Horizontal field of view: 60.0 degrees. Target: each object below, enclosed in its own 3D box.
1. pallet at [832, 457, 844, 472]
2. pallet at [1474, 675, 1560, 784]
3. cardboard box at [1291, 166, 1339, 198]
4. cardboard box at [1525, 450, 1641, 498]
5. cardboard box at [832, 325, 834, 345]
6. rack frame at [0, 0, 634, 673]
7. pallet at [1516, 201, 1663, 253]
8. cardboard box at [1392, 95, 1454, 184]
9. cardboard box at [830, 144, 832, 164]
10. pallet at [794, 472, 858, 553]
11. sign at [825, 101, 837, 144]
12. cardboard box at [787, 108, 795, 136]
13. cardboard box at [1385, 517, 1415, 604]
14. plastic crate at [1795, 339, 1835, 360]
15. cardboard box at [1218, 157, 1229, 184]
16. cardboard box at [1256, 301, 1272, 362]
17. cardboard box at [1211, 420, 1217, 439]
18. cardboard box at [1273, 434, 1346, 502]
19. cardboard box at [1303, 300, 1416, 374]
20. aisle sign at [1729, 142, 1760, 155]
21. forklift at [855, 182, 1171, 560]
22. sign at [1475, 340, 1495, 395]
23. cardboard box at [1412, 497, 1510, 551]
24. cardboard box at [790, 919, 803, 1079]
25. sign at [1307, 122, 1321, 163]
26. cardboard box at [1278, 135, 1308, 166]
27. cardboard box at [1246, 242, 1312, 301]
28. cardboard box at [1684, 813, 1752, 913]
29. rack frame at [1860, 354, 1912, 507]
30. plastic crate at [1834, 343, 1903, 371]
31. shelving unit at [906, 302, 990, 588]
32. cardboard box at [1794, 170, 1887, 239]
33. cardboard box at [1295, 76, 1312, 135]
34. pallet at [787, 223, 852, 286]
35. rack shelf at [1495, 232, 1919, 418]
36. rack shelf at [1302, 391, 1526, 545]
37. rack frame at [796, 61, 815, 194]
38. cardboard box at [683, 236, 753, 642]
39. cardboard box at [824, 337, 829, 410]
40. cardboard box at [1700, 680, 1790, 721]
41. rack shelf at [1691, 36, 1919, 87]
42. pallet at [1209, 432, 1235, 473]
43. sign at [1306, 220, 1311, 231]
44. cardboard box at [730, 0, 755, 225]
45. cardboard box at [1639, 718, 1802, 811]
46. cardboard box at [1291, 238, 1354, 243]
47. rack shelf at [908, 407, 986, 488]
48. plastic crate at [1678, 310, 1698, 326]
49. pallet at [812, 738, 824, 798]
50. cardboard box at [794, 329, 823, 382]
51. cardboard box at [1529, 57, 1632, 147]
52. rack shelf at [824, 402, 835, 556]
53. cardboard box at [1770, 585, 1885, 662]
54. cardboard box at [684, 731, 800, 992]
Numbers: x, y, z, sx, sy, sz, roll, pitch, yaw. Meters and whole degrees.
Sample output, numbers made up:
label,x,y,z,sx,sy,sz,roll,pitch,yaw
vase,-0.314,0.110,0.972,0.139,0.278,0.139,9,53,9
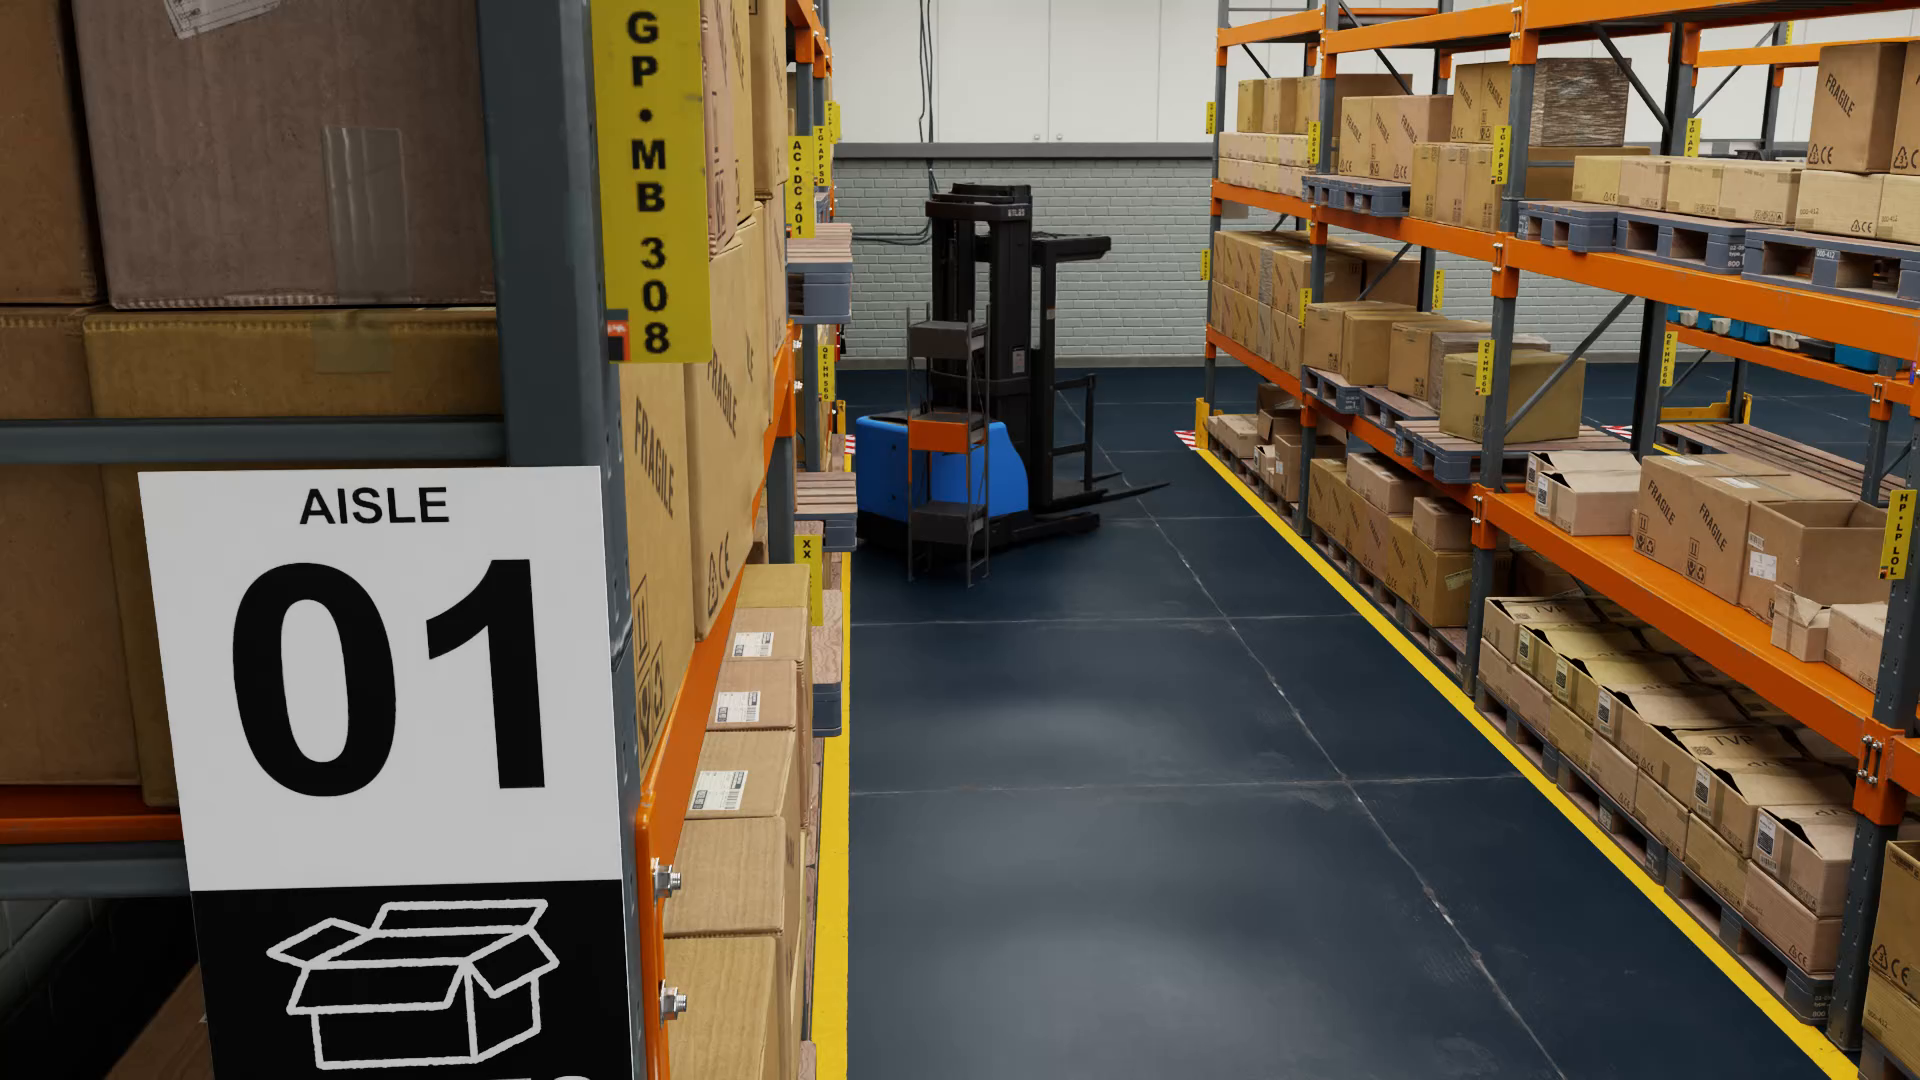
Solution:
label,x,y,z,sx,sy,sz,roll,pitch,yaw
pallet,-1.608,-0.563,15.790,1.003,0.211,1.213,-1,14,-3
pallet,3.643,1.054,9.505,1.003,0.211,1.213,-1,14,-3
cardboard box,3.088,-2.993,13.921,0.500,0.250,0.500,-1,14,-3
cardboard box,3.610,-0.367,9.613,0.500,0.311,0.500,0,14,0
cardboard box,-1.618,-1.881,14.715,0.980,0.700,0.700,-1,14,-5
rack frame,-0.817,-1.340,1.174,1.000,3.000,0.127,-1,14,-3
pallet,3.763,-1.695,8.955,1.213,0.211,1.003,0,14,-1
cardboard box,3.427,-2.791,11.591,0.600,0.600,0.600,-1,15,-6
cardboard box,-1.357,-3.354,14.278,0.500,0.250,0.500,-1,14,-5
pallet,-1.162,-0.156,8.996,1.213,0.211,1.003,-1,14,-3
sign,-1.019,-3.285,13.086,0.100,0.325,0.005,-1,14,-3
cardboard box,-1.516,-2.775,11.689,0.700,0.500,0.500,-1,14,-4
cardboard box,3.307,0.138,11.602,0.500,0.500,0.500,-1,14,-5
plastic crate,7.990,-1.742,15.208,0.437,0.125,0.590,-1,14,-3
cardboard box,2.914,-3.739,16.822,0.500,0.250,0.500,-1,14,-3
cardboard box,3.029,-1.921,15.272,0.500,0.500,0.500,-1,14,-2
cardboard box,2.834,-1.160,17.320,0.380,0.166,0.250,-1,14,-3
cardboard box,3.065,-0.636,14.612,0.500,0.500,0.500,-1,14,-3
cardboard box,3.190,-1.627,13.286,0.700,0.500,0.500,-6,16,-22
aisle sign,8.368,-3.848,17.745,0.394,0.787,0.004,-1,14,-3
forklift,0.570,-1.541,14.134,3.031,2.935,1.130,-12,19,-40
sign,3.090,-1.013,9.780,0.100,0.325,0.005,-1,14,-3
cardboard box,3.331,-0.110,11.063,0.500,0.250,0.500,0,14,-1
cardboard box,-0.631,1.121,3.912,0.500,0.250,0.500,-1,14,-3
sign,2.842,-3.189,13.344,0.100,0.325,0.005,-1,14,-3
cardboard box,3.055,-3.360,14.342,0.500,0.250,0.500,-1,14,-3
cardboard box,2.998,-2.529,15.627,0.500,0.500,0.500,-1,14,-4
cardboard box,3.535,1.397,7.252,0.500,0.250,0.500,-1,14,-4
rack frame,8.328,-1.572,14.116,1.000,3.000,0.127,-1,14,-3
plastic crate,7.958,-1.704,14.541,0.392,0.384,0.575,-1,14,-3
shelving unit,-0.087,-0.720,12.609,0.503,2.100,0.431,6,16,22
cardboard box,3.814,-1.380,6.809,0.500,0.250,0.500,-2,15,-9
cardboard box,3.389,-3.853,14.754,0.700,0.500,0.500,-1,14,-3
pallet,-1.064,-1.204,7.043,1.213,0.211,1.003,-1,14,-3
rack shelf,3.755,-1.108,7.738,1.077,0.370,4.000,-1,14,-3
rack shelf,3.507,-0.650,11.978,1.077,0.370,4.000,-1,14,-3
rack frame,-1.313,-3.329,8.907,1.000,3.000,0.127,-1,14,-3
cardboard box,-0.586,-0.166,2.393,0.500,0.500,0.500,0,14,0
cardboard box,-1.180,-1.134,11.577,0.500,0.500,0.500,0,14,-2
cardboard box,4.006,0.861,8.210,0.500,0.311,0.500,0,14,-2
rack shelf,8.204,-4.433,15.441,1.077,0.370,4.000,-1,14,-3
pallet,3.191,-0.923,17.192,1.003,0.211,1.213,-1,14,-3
sign,3.691,-3.208,17.519,0.100,0.325,0.005,-1,14,-3
cardboard box,-0.622,-0.782,2.778,0.500,0.500,0.500,0,14,-2
cardboard box,3.501,1.000,7.669,0.500,0.311,0.500,-1,14,-4
cardboard box,3.507,-2.663,16.149,0.500,0.500,0.500,0,14,-2
rack shelf,-0.087,-0.706,12.612,0.480,0.518,0.431,6,16,22
plastic crate,7.704,-2.320,17.434,0.250,0.136,0.298,-1,14,-3
pallet,-1.266,1.121,9.247,1.003,0.211,1.213,-1,14,-3
cardboard box,-1.085,-1.113,9.992,0.500,0.250,0.500,-1,14,-2
cardboard box,3.611,-2.595,9.867,0.500,0.500,0.500,-1,14,-3
rack shelf,-1.437,-0.573,11.678,1.077,0.370,4.000,-1,14,-3
cardboard box,3.641,0.343,6.945,0.396,0.266,0.258,-1,14,-5
cardboard box,-0.637,0.762,3.801,0.500,0.500,0.500,0,14,-2
